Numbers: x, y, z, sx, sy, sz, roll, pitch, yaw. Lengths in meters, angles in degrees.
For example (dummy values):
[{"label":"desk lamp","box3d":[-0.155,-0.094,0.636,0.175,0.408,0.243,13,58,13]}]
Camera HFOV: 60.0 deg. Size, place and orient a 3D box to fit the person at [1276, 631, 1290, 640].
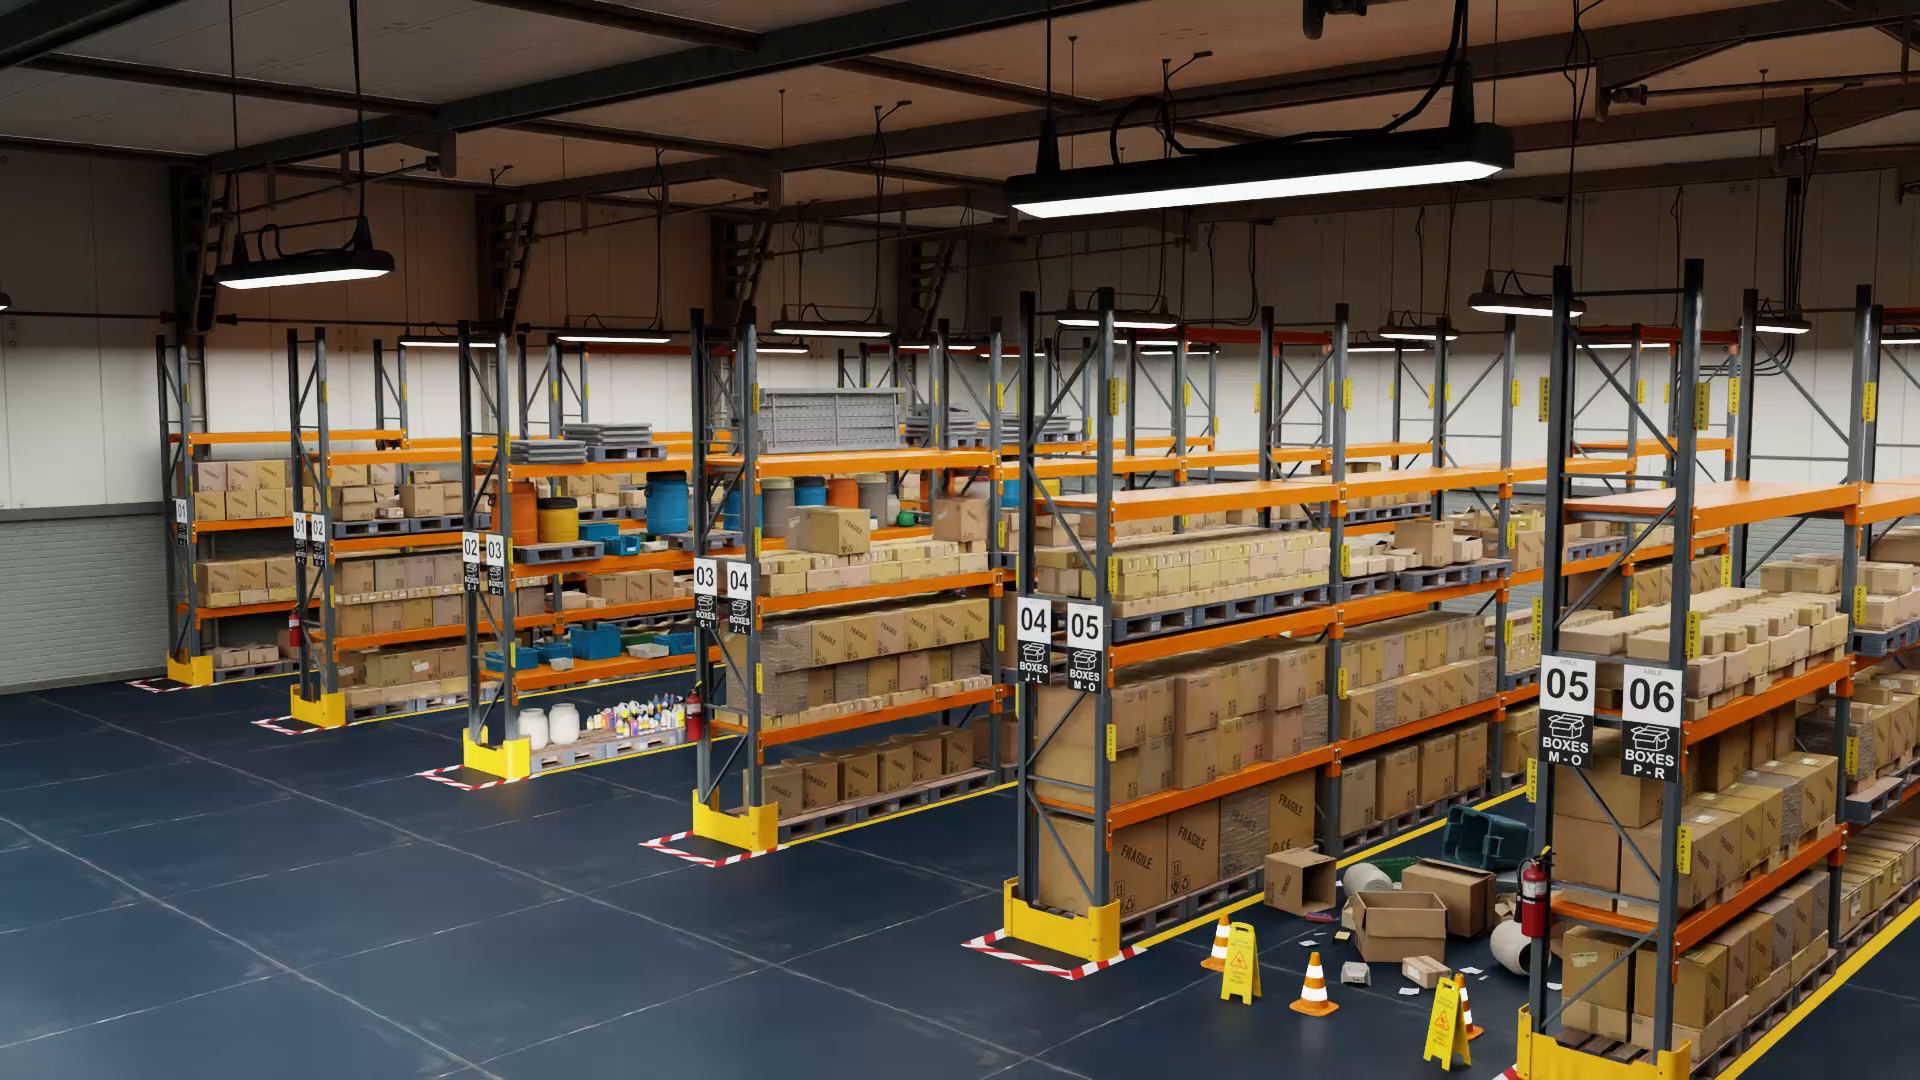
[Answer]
[{"label":"person","box3d":[4.771,2.072,24.044,0.634,1.685,0.715,-4,7,-37]}]
